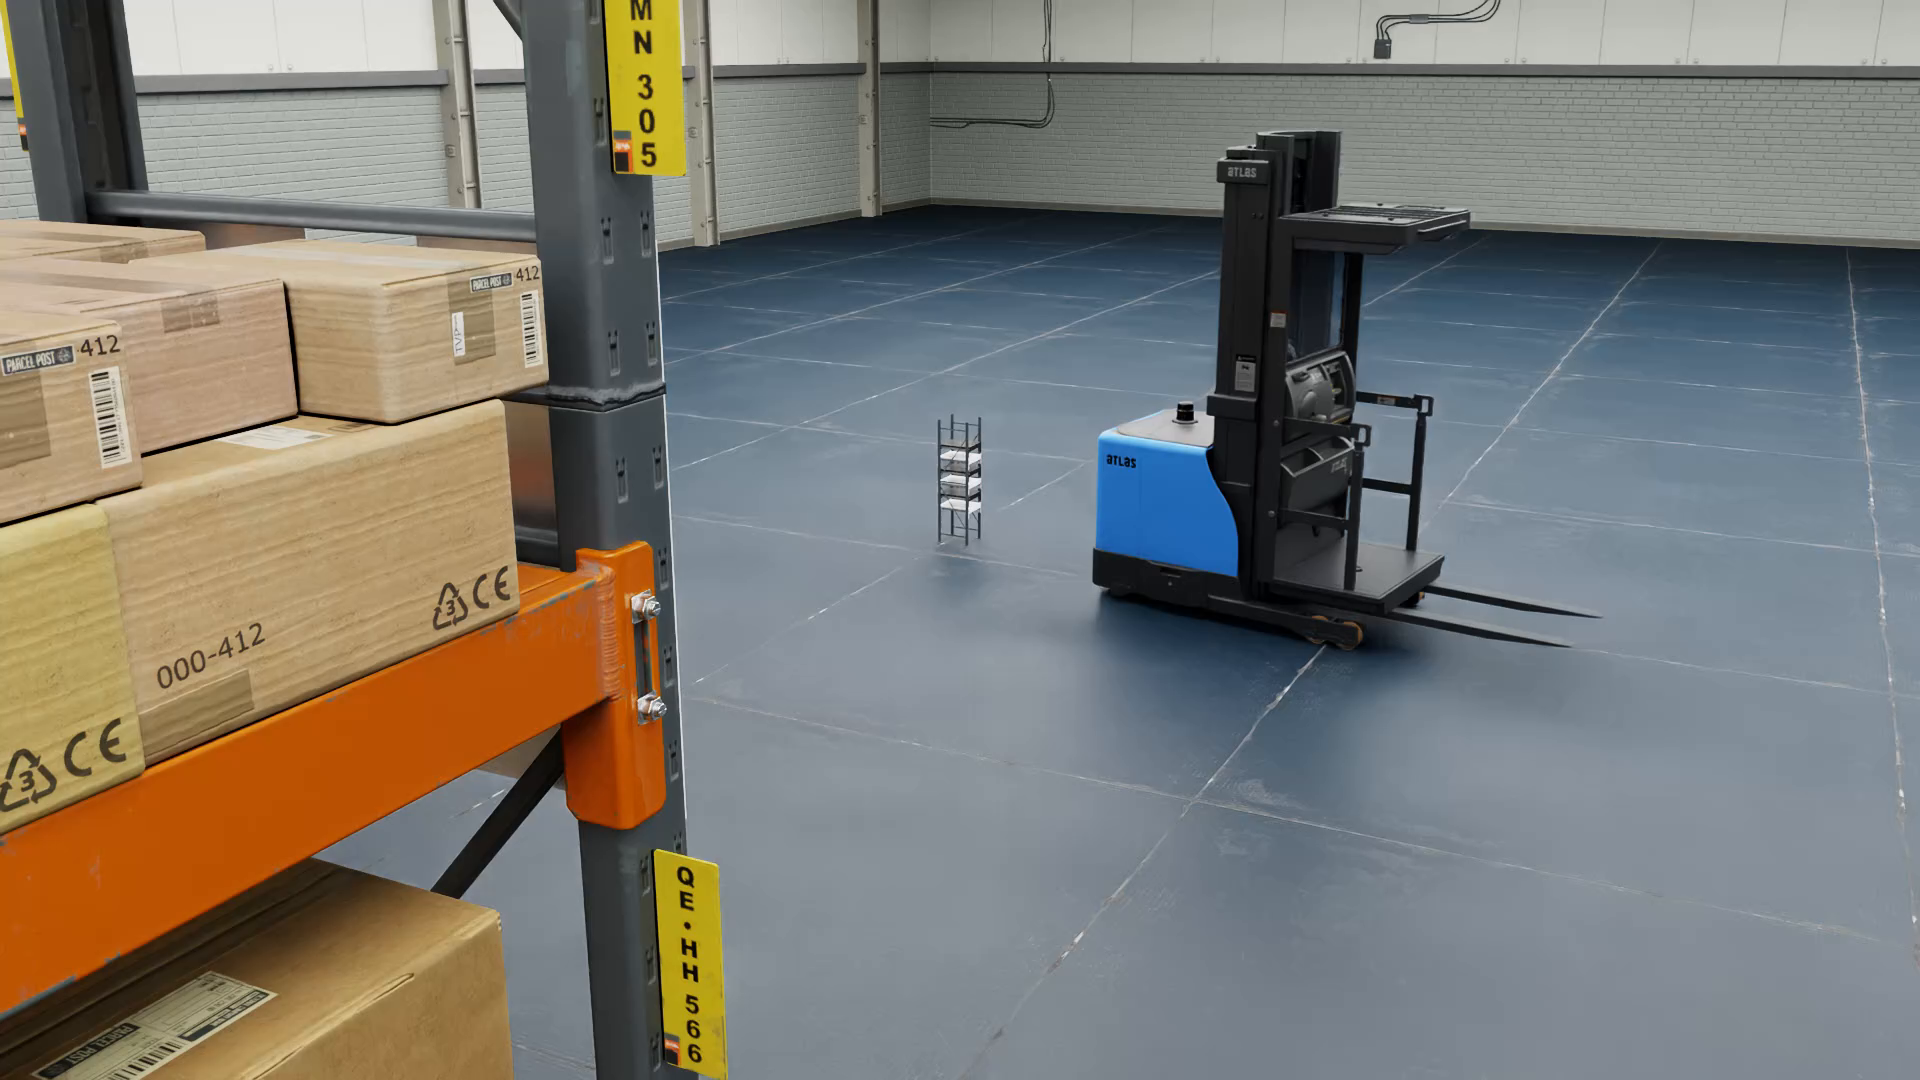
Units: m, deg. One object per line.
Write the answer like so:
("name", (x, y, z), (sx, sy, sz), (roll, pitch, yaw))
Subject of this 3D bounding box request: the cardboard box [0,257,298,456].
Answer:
("cardboard box", (-0.915, -0.191, 1.694), (0.380, 0.149, 0.250), (7, 18, 24))

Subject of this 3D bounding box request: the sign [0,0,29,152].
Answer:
("sign", (-1.334, -0.722, 2.382), (0.100, 0.325, 0.005), (8, 18, 25))

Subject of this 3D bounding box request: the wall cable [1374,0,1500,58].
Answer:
("wall cable", (9.116, -12.142, 31.127), (2.305, 6.003, 0.169), (8, 18, 25))

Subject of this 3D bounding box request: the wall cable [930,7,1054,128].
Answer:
("wall cable", (0.631, -10.235, 36.133), (3.097, 2.526, 0.112), (8, 18, 25))

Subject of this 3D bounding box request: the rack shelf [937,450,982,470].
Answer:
("rack shelf", (-0.004, -0.570, 11.848), (0.258, 0.077, 0.200), (8, 18, 25))

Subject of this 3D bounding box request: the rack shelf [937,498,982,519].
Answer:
("rack shelf", (-0.004, -0.225, 11.950), (0.258, 0.077, 0.200), (8, 18, 25))

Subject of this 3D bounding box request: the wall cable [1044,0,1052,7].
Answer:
("wall cable", (3.051, -12.312, 34.256), (3.097, 2.526, 0.112), (8, 18, 25))

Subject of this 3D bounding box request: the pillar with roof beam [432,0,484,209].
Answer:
("pillar with roof beam", (-3.380, -7.537, 21.596), (9.100, 9.000, 0.400), (8, 18, 25))

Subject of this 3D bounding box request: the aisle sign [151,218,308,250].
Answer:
("aisle sign", (-1.089, -0.096, 2.513), (0.394, 0.787, 0.004), (8, 18, 25))

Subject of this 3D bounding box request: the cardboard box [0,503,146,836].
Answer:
("cardboard box", (-1.057, 0.121, 1.344), (0.500, 0.250, 0.500), (8, 18, 26))

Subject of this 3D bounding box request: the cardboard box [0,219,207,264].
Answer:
("cardboard box", (-1.179, -0.312, 2.102), (0.380, 0.149, 0.250), (8, 18, 25))

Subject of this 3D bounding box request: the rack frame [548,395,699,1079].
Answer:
("rack frame", (-0.849, 1.204, 2.701), (1.000, 3.000, 0.127), (8, 18, 25))

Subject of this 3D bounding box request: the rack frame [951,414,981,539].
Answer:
("rack frame", (0.042, -0.455, 11.976), (0.240, 0.900, 0.006), (8, 18, 25))

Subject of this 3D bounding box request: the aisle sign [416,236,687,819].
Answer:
("aisle sign", (-0.553, -0.019, 2.256), (0.394, 0.787, 0.004), (8, 18, 25))

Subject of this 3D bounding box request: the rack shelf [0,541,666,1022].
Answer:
("rack shelf", (-1.742, 0.621, 0.661), (1.077, 0.370, 4.000), (8, 18, 25))

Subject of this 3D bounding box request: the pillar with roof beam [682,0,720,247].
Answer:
("pillar with roof beam", (-0.699, -9.066, 26.742), (9.100, 9.000, 0.400), (8, 18, 25))

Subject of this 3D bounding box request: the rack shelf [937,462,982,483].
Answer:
("rack shelf", (-0.004, -0.484, 11.873), (0.258, 0.077, 0.200), (8, 18, 25))

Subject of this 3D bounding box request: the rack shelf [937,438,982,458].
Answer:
("rack shelf", (-0.004, -0.656, 11.822), (0.258, 0.077, 0.200), (8, 18, 25))

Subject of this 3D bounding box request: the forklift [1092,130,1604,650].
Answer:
("forklift", (2.358, -0.926, 9.994), (3.031, 2.935, 1.130), (11, 20, 34))

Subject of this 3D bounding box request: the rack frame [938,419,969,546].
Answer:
("rack frame", (-0.049, -0.403, 11.802), (0.240, 0.900, 0.006), (8, 18, 25))

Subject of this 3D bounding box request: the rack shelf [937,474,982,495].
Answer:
("rack shelf", (-0.004, -0.397, 11.899), (0.258, 0.077, 0.200), (8, 18, 25))

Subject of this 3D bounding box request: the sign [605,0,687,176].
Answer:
("sign", (-0.361, -0.582, 1.893), (0.100, 0.325, 0.005), (8, 18, 25))

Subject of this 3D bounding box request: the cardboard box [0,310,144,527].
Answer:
("cardboard box", (-0.939, -0.107, 1.412), (0.380, 0.149, 0.250), (7, 18, 23))

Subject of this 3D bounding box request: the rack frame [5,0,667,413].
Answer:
("rack frame", (-0.849, -1.671, 1.847), (1.000, 3.000, 0.127), (8, 18, 25))

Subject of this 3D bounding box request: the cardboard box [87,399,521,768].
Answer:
("cardboard box", (-0.837, -0.007, 1.773), (0.500, 0.250, 0.500), (9, 19, 27))

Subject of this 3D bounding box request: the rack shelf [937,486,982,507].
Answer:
("rack shelf", (-0.004, -0.311, 11.924), (0.258, 0.077, 0.200), (8, 18, 25))

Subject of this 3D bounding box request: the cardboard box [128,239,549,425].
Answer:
("cardboard box", (-0.694, -0.242, 1.867), (0.380, 0.149, 0.250), (8, 18, 25))

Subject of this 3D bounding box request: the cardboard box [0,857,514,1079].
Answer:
("cardboard box", (-0.873, 0.706, 1.925), (0.500, 0.500, 0.500), (8, 18, 25))

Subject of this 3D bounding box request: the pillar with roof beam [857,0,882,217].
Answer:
("pillar with roof beam", (1.982, -10.594, 31.887), (9.100, 9.000, 0.400), (8, 18, 25))

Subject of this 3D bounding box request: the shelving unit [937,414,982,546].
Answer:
("shelving unit", (-0.004, -0.429, 11.889), (0.258, 0.900, 0.210), (8, 18, 25))
